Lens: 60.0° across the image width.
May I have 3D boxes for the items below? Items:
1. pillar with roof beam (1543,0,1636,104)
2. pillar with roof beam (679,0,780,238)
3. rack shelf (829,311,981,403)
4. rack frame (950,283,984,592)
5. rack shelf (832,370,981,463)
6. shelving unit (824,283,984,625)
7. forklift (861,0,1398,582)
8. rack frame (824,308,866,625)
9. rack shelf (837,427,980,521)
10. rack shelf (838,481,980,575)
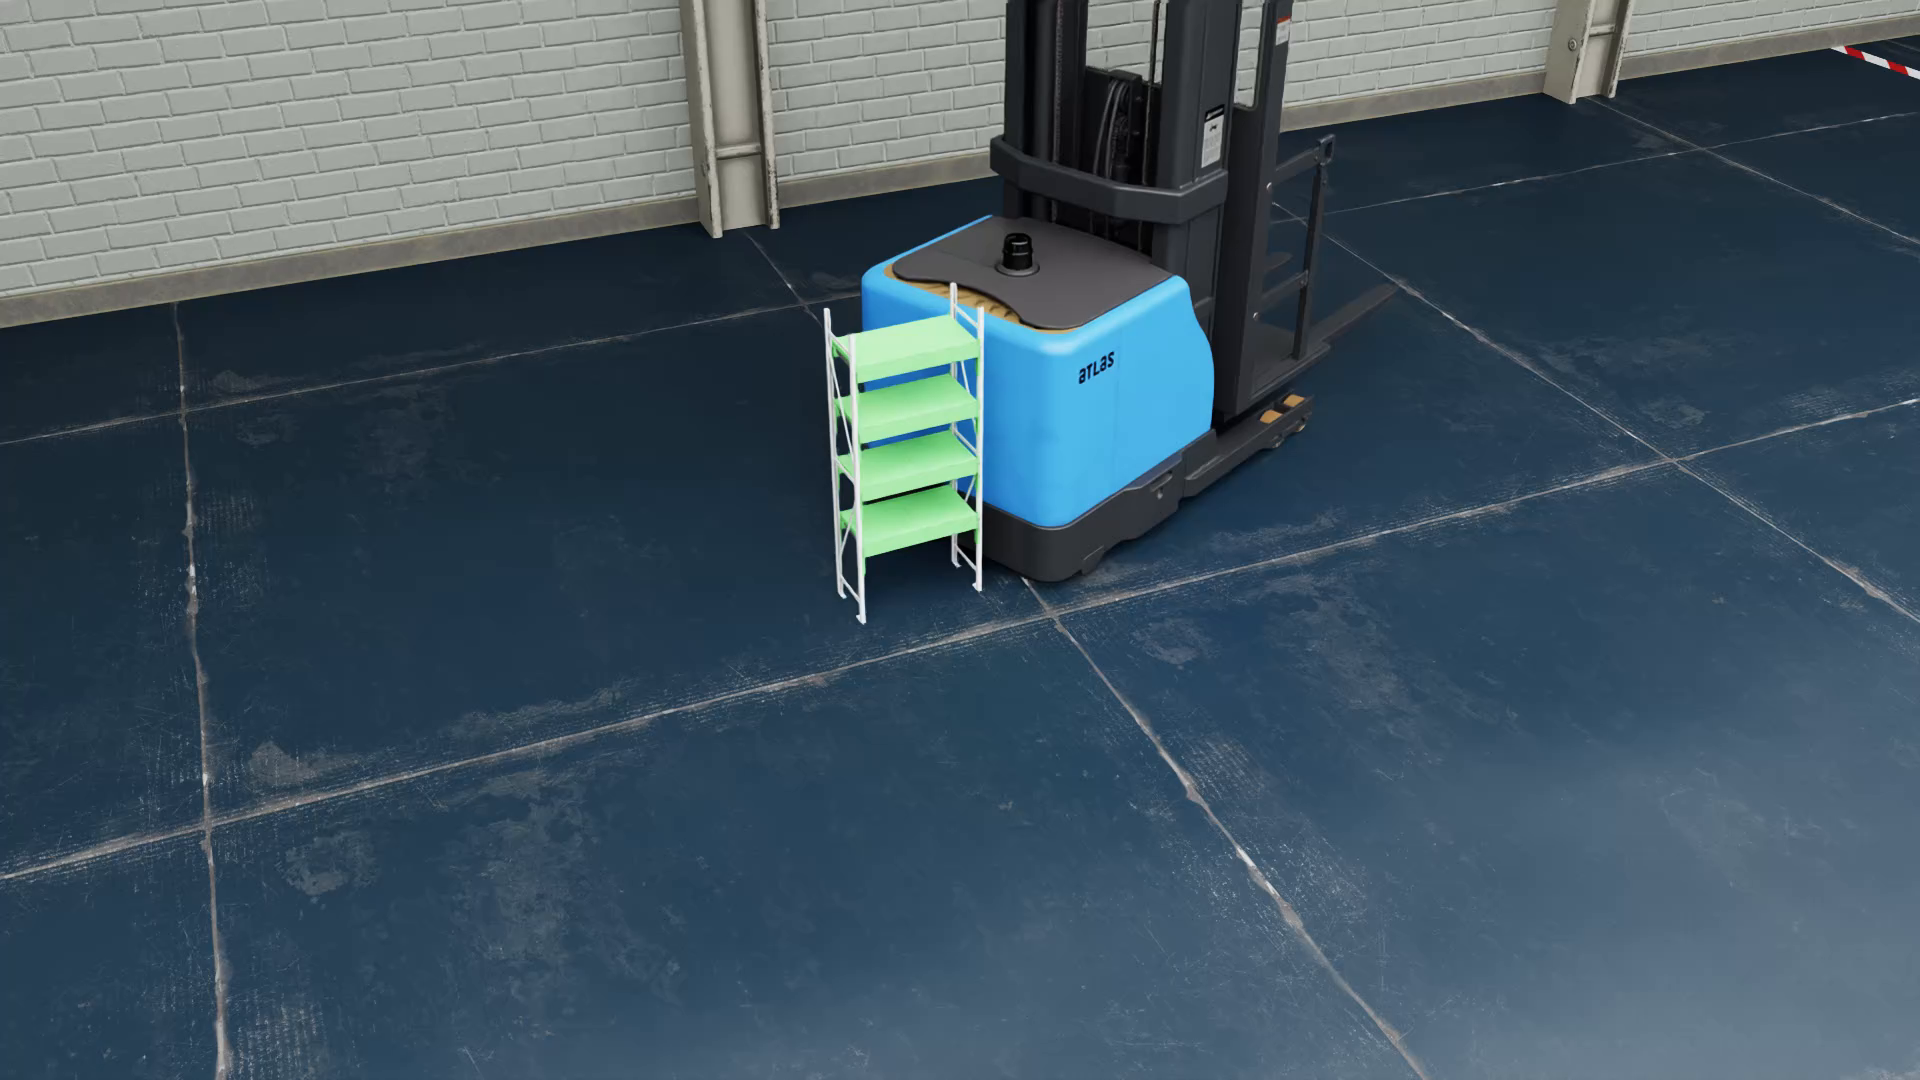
[{"bbox_3d":[5.932,-4.691,5.709,0.400,9.000,9.100,-13,35,-19],"label":"pillar with roof beam"},{"bbox_3d":[0.399,-3.425,3.762,0.400,9.000,9.100,-13,35,-19],"label":"pillar with roof beam"},{"bbox_3d":[-0.196,-0.652,5.889,0.480,0.148,0.258,-15,36,-22],"label":"rack shelf"},{"bbox_3d":[0.024,-0.361,6.205,0.015,1.200,0.240,-15,36,-22],"label":"rack frame"},{"bbox_3d":[-0.196,-0.451,6.019,0.480,0.148,0.258,-15,36,-22],"label":"rack shelf"},{"bbox_3d":[-0.196,-0.303,6.115,0.503,1.200,0.258,-15,36,-22],"label":"shelving unit"},{"bbox_3d":[0.945,-1.796,6.823,1.130,2.935,3.031,25,41,33],"label":"forklift"},{"bbox_3d":[-0.415,-0.245,6.026,0.015,1.200,0.240,-15,36,-22],"label":"rack frame"},{"bbox_3d":[-0.196,-0.249,6.150,0.480,0.148,0.258,-15,36,-22],"label":"rack shelf"},{"bbox_3d":[-0.196,-0.048,6.281,0.480,0.148,0.258,-15,36,-22],"label":"rack shelf"}]
